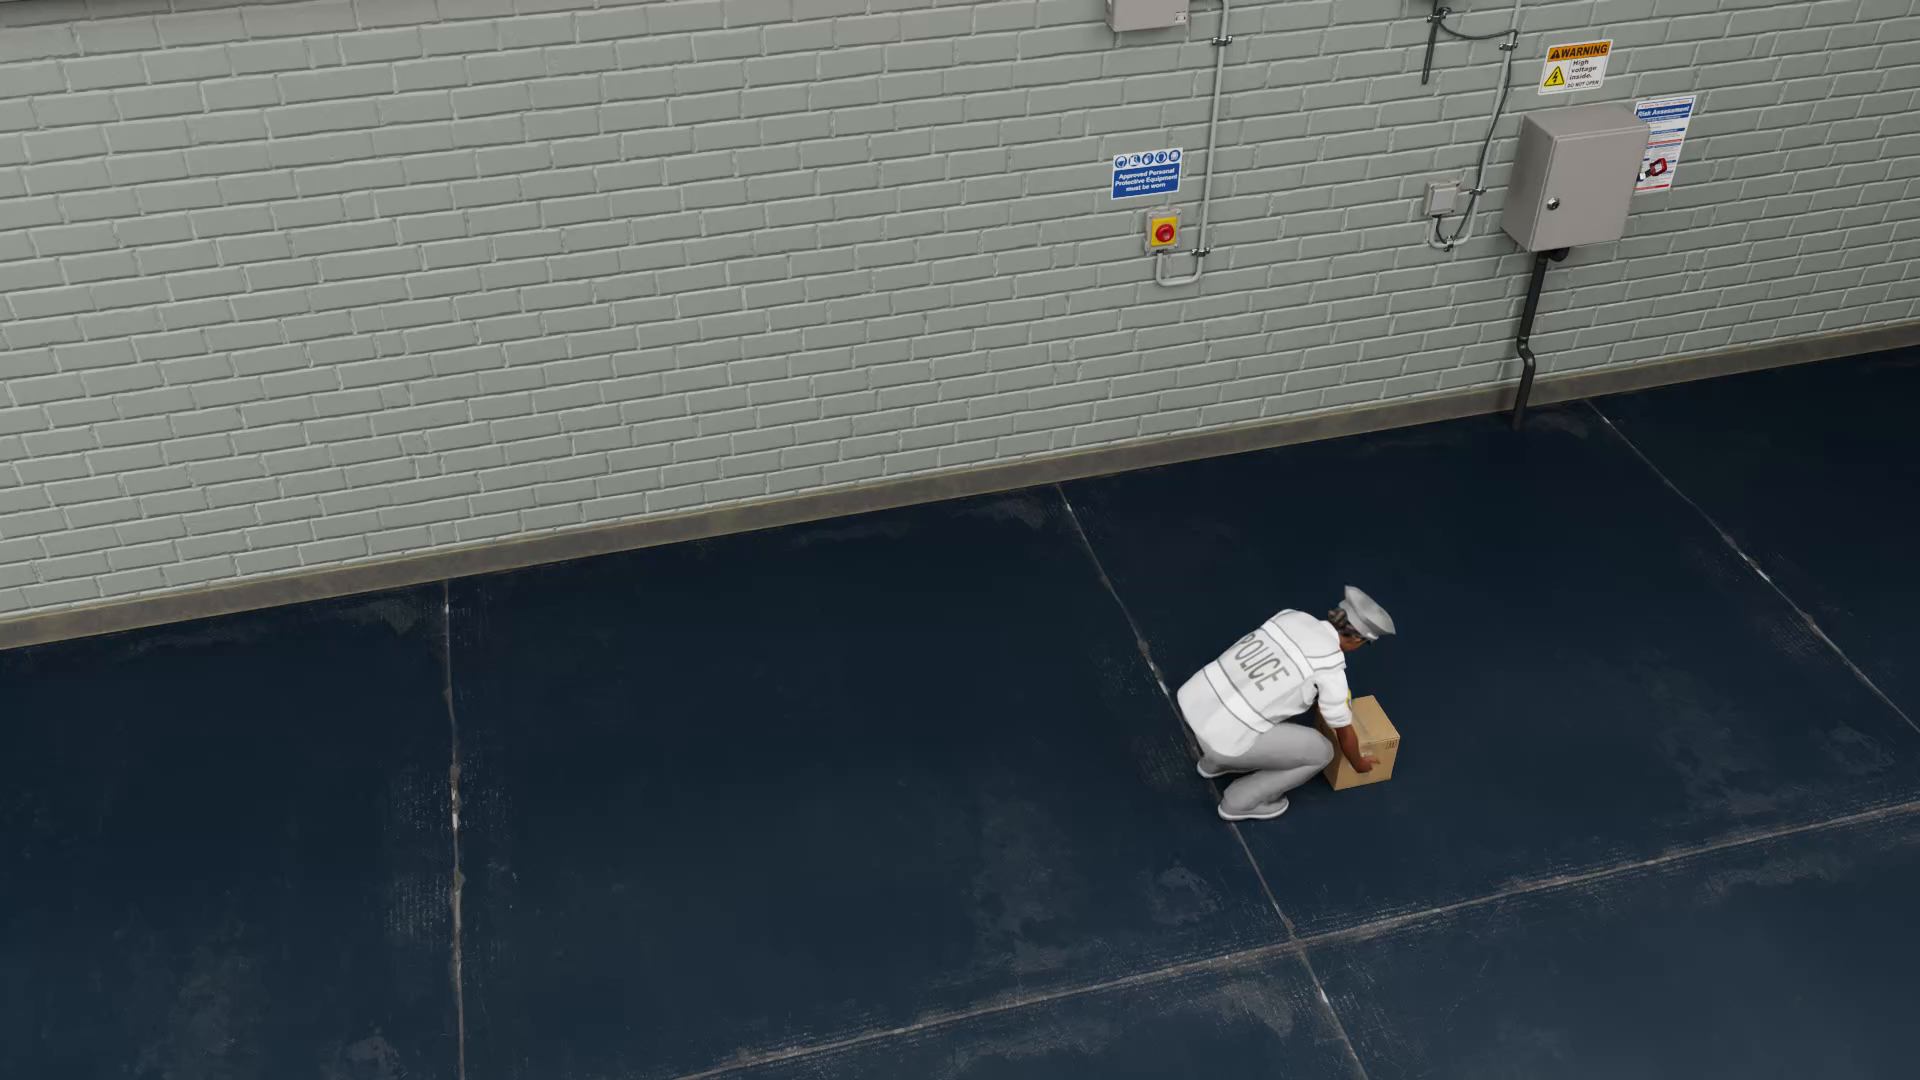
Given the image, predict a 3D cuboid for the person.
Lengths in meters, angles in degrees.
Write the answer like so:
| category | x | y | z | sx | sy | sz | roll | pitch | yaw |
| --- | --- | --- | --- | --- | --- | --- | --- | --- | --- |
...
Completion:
| category | x | y | z | sx | sy | sz | roll | pitch | yaw |
| --- | --- | --- | --- | --- | --- | --- | --- | --- | --- |
| person | 1.279 | 0.637 | 6.543 | 0.867 | 0.885 | 0.484 | -10 | 39 | -12 |
